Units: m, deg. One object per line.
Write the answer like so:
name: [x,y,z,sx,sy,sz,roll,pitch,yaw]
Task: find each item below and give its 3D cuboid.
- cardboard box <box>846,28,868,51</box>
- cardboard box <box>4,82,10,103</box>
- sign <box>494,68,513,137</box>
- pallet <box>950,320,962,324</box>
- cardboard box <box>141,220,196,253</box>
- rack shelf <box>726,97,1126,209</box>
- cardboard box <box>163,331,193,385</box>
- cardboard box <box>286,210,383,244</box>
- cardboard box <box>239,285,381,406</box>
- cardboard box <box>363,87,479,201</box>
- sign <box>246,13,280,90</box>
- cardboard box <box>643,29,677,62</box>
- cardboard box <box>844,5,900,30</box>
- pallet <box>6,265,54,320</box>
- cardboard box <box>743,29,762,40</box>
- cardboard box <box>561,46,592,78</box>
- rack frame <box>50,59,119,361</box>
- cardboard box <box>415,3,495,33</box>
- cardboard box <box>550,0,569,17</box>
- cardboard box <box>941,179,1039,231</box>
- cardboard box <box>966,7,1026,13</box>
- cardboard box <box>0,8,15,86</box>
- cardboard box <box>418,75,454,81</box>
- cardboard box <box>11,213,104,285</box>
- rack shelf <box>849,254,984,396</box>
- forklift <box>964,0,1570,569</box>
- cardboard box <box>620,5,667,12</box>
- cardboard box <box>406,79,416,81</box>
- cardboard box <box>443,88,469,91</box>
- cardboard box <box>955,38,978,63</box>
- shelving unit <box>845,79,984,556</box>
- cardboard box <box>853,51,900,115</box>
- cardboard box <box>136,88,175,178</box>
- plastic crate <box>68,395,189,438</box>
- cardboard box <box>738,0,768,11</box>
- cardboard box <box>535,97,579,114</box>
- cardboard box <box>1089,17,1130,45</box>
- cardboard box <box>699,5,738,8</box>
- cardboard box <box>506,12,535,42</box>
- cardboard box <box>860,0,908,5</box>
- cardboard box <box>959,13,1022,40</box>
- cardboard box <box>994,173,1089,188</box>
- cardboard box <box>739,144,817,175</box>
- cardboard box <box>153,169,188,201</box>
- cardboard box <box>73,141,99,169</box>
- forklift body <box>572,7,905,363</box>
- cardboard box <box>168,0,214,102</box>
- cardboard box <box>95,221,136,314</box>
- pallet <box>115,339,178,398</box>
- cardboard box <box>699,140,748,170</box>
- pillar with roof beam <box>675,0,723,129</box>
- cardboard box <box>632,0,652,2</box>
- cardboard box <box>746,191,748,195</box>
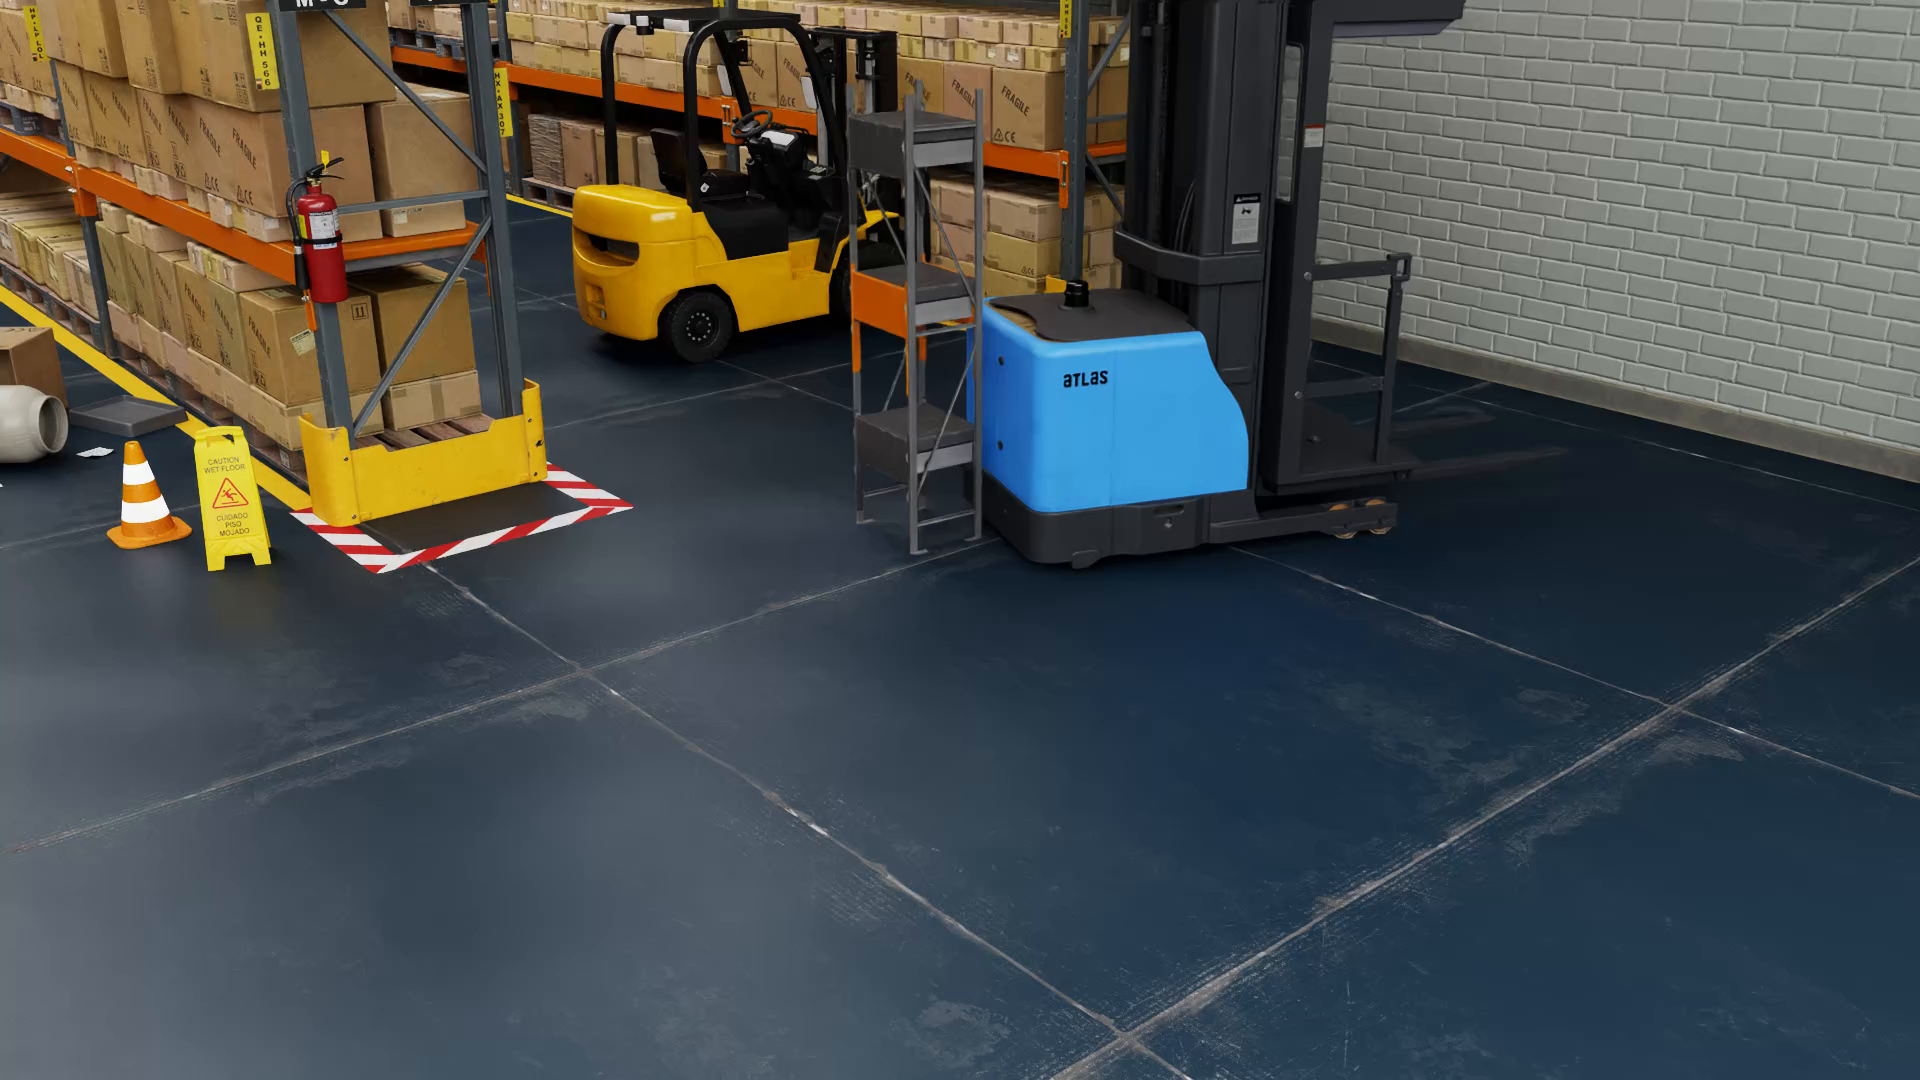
cardboard box: [-0.701,-3.741,12.395,0.380,0.149,0.250,-19,28,-39]
cardboard box: [-6.481,-3.161,11.710,0.380,0.149,0.250,-17,27,-37]
sign: [-2.259,-2.148,8.167,0.100,0.325,0.005,-17,27,-37]
pallet: [0.557,-1.701,12.037,1.003,0.211,1.213,-17,27,-37]
cardboard box: [-4.549,-1.796,9.732,0.380,0.149,0.250,-16,26,-34]
rack shelf: [-0.218,-3.016,12.557,1.077,0.370,4.000,-17,27,-37]
cardboard box: [-4.395,-1.118,9.919,0.500,0.250,0.500,-18,28,-38]
cardboard box: [-3.076,-1.551,8.175,0.380,0.149,0.250,-16,27,-36]
cardboard box: [-3.390,-1.039,8.690,0.500,0.500,0.500,-17,27,-37]
cardboard box: [-2.769,-1.997,8.426,0.500,0.500,0.500,-18,28,-38]
sign: [-3.104,-2.175,7.403,0.100,0.325,0.005,-17,27,-37]
cardboard box: [-2.379,-4.281,14.322,0.500,0.250,0.500,-18,28,-39]
cardboard box: [-0.639,-3.895,12.380,0.380,0.149,0.250,-18,27,-38]
pallet: [-6.591,-1.974,12.735,1.003,0.211,1.213,-17,27,-37]
cardboard box: [-1.514,-4.101,13.315,0.380,0.149,0.250,-18,28,-38]
cardboard box: [-3.363,-4.477,15.507,0.500,0.250,0.500,-19,28,-39]
rack frame: [-5.281,-2.721,10.817,1.000,3.000,0.127,-17,27,-37]
cardboard box: [-5.340,-5.659,17.602,0.797,0.503,0.637,-18,28,-39]
cardboard box: [-3.607,-4.991,15.588,0.380,0.149,0.250,-17,27,-37]
cardboard box: [0.213,-2.372,11.749,0.500,0.250,0.500,-17,27,-36]
cardboard box: [0.264,-3.813,12.173,0.380,0.149,0.250,-18,28,-39]
cardboard box: [-6.413,-3.455,11.571,0.500,0.500,0.500,-16,27,-36]
cardboard box: [-6.111,-5.343,19.474,0.380,0.149,0.250,-17,27,-37]
cardboard box: [-6.552,-2.226,12.583,0.950,0.372,0.625,-16,27,-36]
rack shelf: [-0.203,-1.007,7.714,0.431,0.518,0.480,-14,25,-32]
forklift: [1.592,-1.542,7.902,3.031,2.935,1.130,-7,23,-18]
cardboard box: [-2.771,-4.639,14.689,0.380,0.149,0.250,-17,27,-37]
cardboard box: [-6.473,-5.227,19.178,0.380,0.149,0.250,-18,28,-39]
cardboard box: [-5.614,-4.871,18.270,0.380,0.149,0.250,-17,27,-37]
cardboard box: [0.184,-3.397,11.517,0.380,0.149,0.250,-18,27,-38]
shelving unit: [-0.203,-1.020,7.709,0.431,2.100,0.503,-14,25,-32]
cardboard box: [-0.435,-3.341,12.265,0.500,0.500,0.500,-17,27,-37]
cardboard box: [-4.197,-2.308,9.218,0.500,0.500,0.500,-17,27,-37]
plastic crate: [-4.877,-0.732,9.744,0.583,0.080,0.402,12,24,27]
cardboard box: [-1.540,-4.232,13.241,0.380,0.149,0.250,-17,27,-36]
cardboard box: [-4.238,-4.560,17.476,0.380,0.149,0.250,-16,26,-35]
cardboard box: [1.031,-3.429,11.191,0.380,0.149,0.250,-18,28,-38]
cardboard box: [-2.070,-4.621,14.644,0.380,0.149,0.250,-18,28,-38]
cardboard box: [-4.048,-4.985,16.118,0.500,0.250,0.500,-17,27,-37]
cardboard box: [-0.560,-4.171,13.085,0.380,0.149,0.250,-18,28,-38]
cardboard box: [0.212,-3.547,11.493,0.380,0.149,0.250,-17,27,-37]
cardboard box: [0.589,-2.494,12.062,0.500,0.250,0.500,-17,27,-37]
cardboard box: [-1.445,-3.076,13.547,0.500,0.250,0.500,-18,28,-38]
cardboard box: [-4.305,-2.022,9.377,0.380,0.149,0.250,-18,27,-38]
cardboard box: [-5.318,-2.440,10.446,0.380,0.149,0.250,-18,27,-38]
forklift body: [-1.532,-2.493,11.399,2.313,2.155,1.214,-17,27,-37]
cardboard box: [-3.493,-2.497,8.330,0.700,0.500,0.500,-17,27,-37]
cardboard box: [-5.100,-1.758,10.525,0.500,0.500,0.500,-16,26,-35]
pallet: [-4.816,-1.245,10.873,1.003,0.211,1.213,-17,27,-37]
cardboard box: [-1.872,-3.135,14.554,0.875,0.625,0.625,-16,26,-35]
pillar with roof beam: [-5.862,-6.631,12.576,9.100,9.000,0.400,-17,27,-37]
cardboard box: [-2.839,-4.992,15.591,0.380,0.149,0.250,-18,28,-38]
cardboard box: [-1.441,-2.844,13.641,0.500,0.250,0.500,-18,27,-38]
